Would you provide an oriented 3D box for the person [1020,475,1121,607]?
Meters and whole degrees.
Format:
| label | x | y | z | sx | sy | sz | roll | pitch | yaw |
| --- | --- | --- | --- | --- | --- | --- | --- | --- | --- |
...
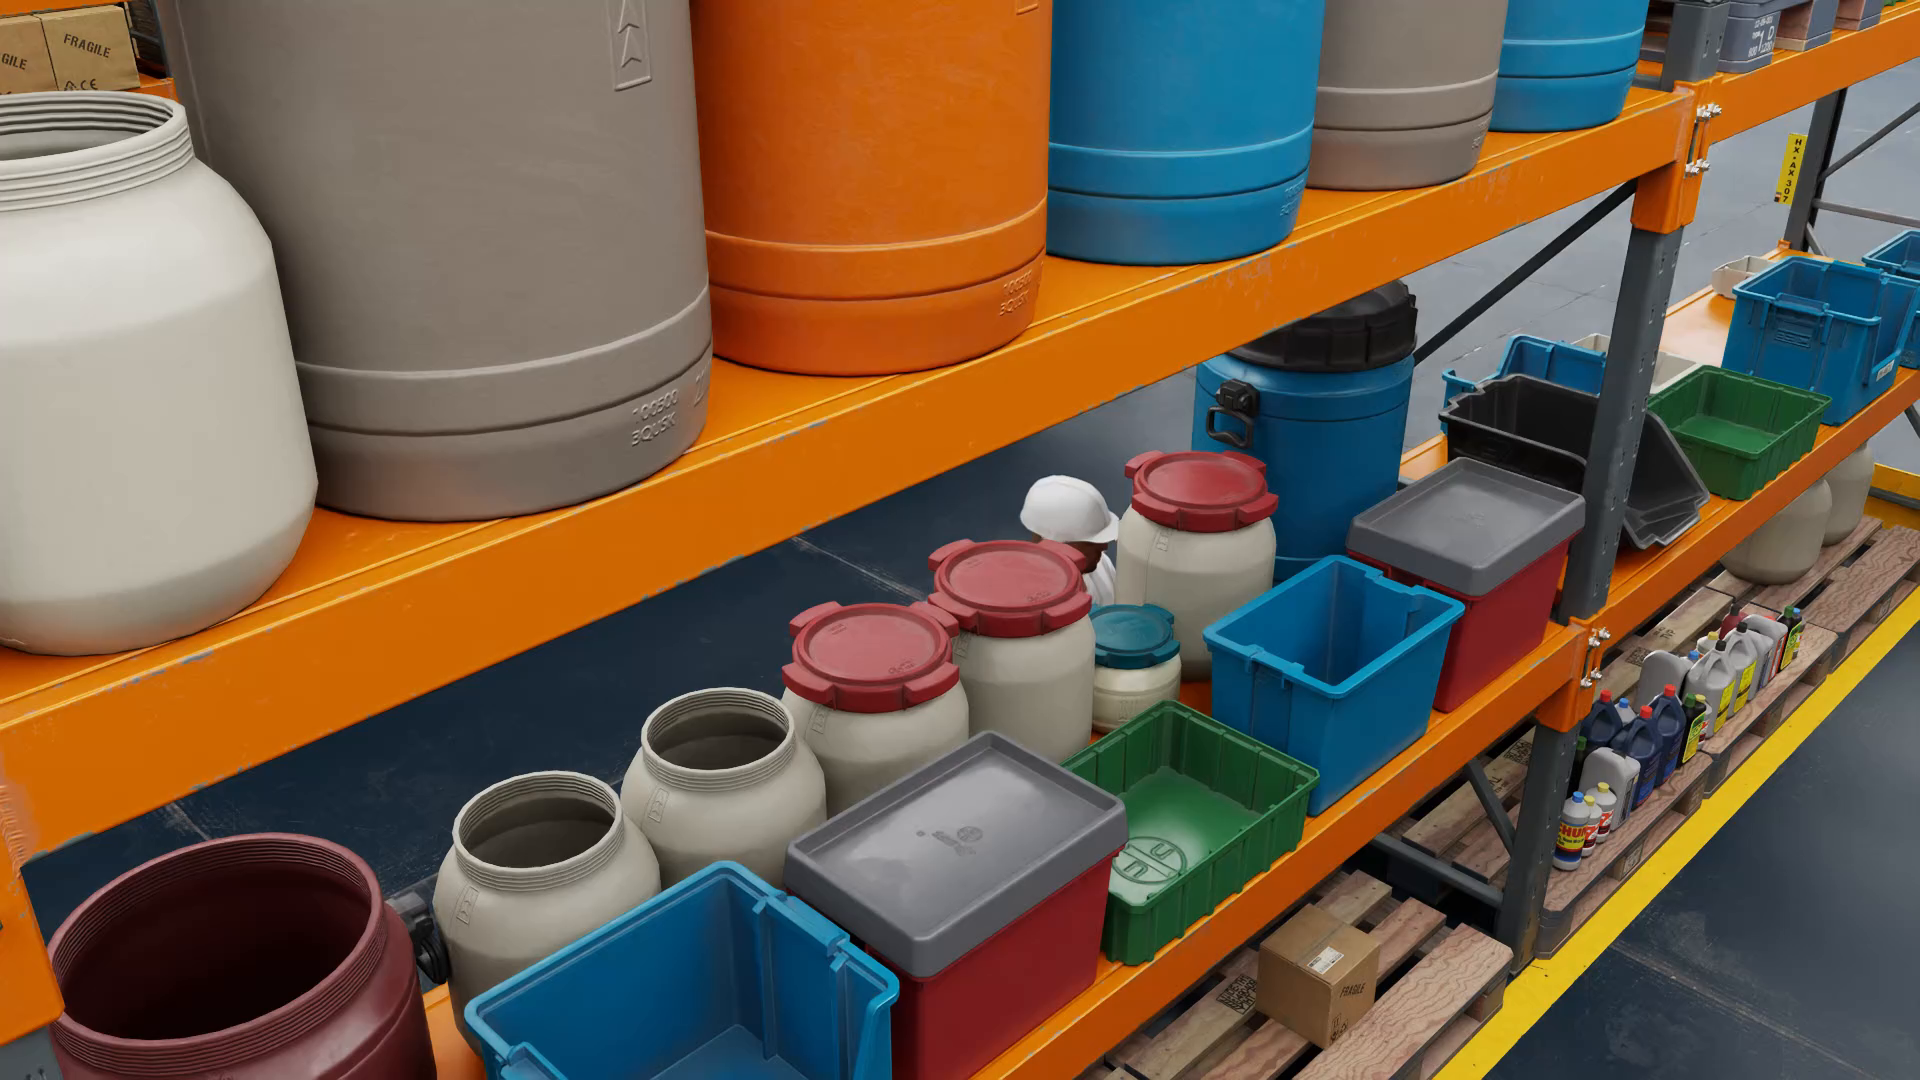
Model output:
| label | x | y | z | sx | sy | sz | roll | pitch | yaw |
| --- | --- | --- | --- | --- | --- | --- | --- | --- | --- |
| person | 0.351 | 0.598 | 4.905 | 0.734 | 1.706 | 0.617 | 22 | 35 | 35 |
